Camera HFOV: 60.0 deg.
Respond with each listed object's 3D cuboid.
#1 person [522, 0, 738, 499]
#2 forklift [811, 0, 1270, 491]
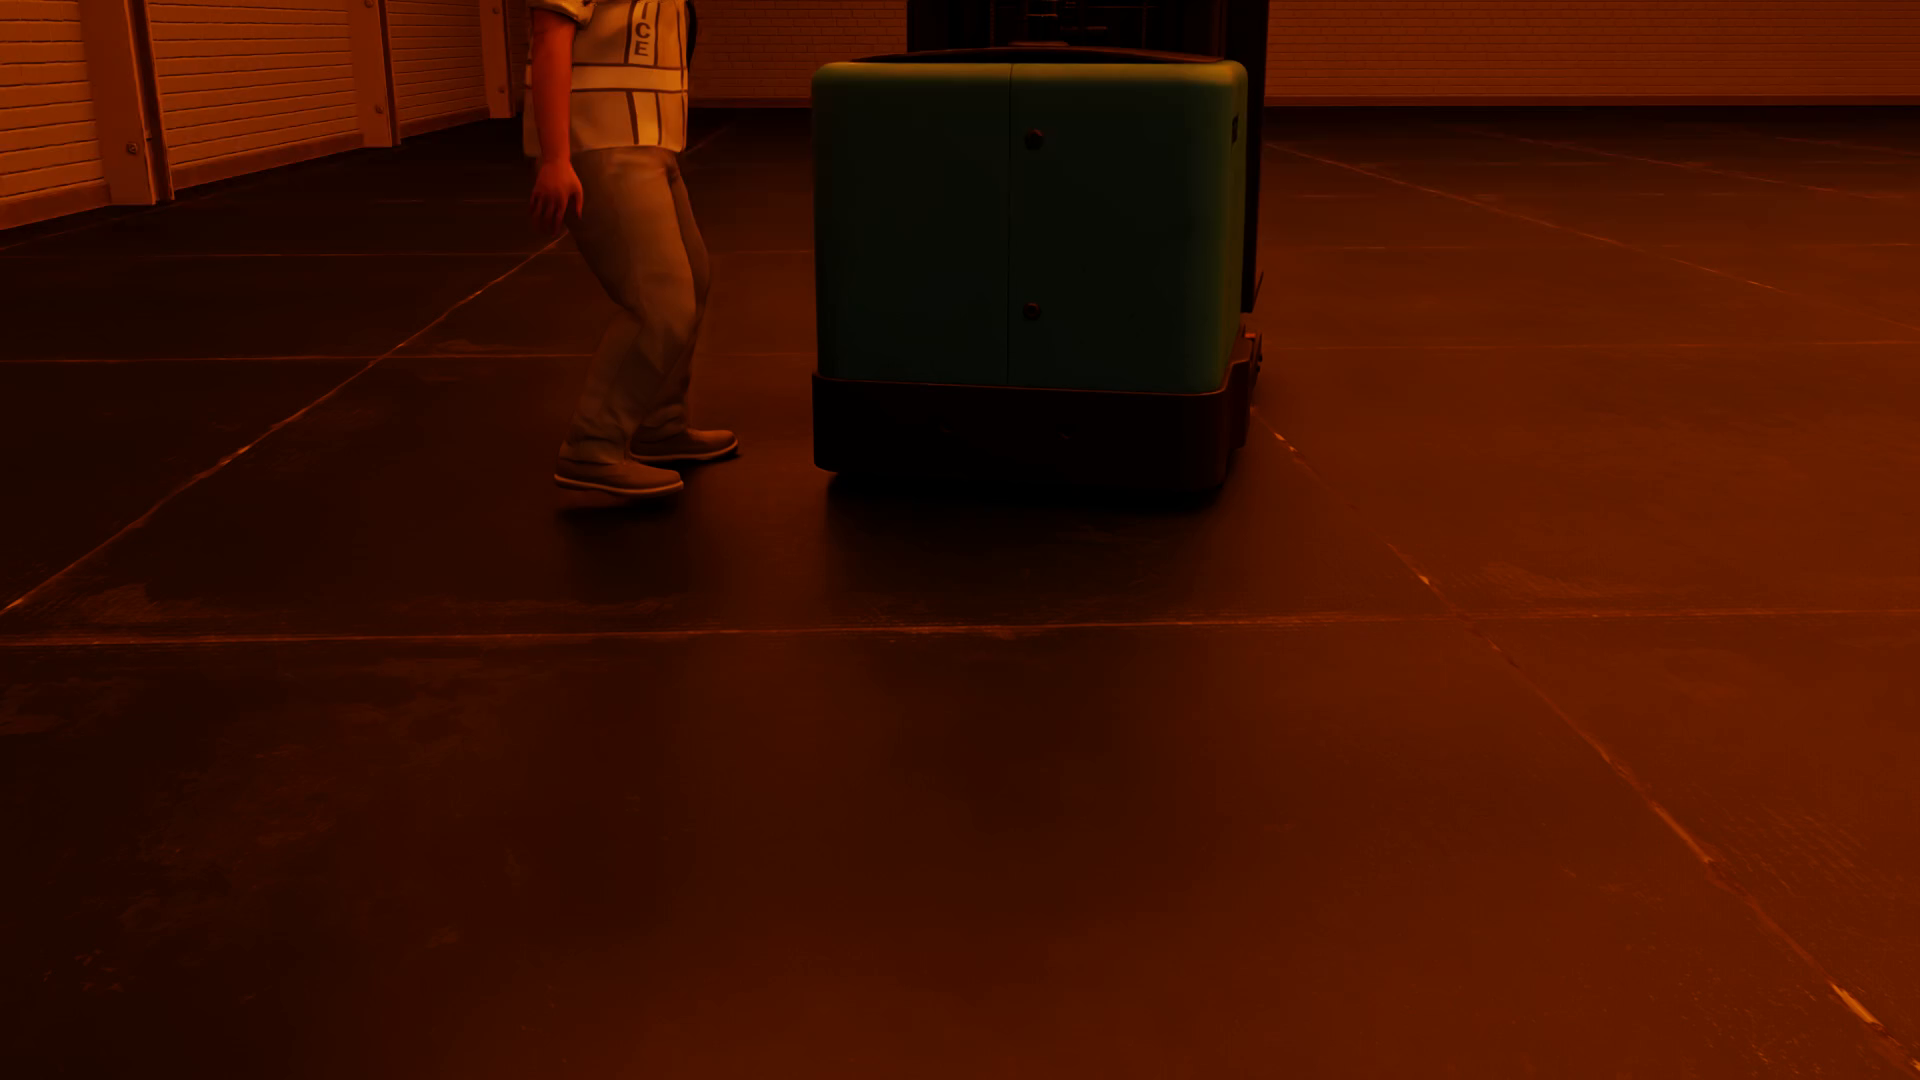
[{"bbox_3d":[-0.834,-0.955,4.103,0.423,1.717,0.861,0,17,0],"label":"person"},{"bbox_3d":[0.430,-1.911,5.153,1.130,2.935,3.031,4,17,11],"label":"forklift"}]
